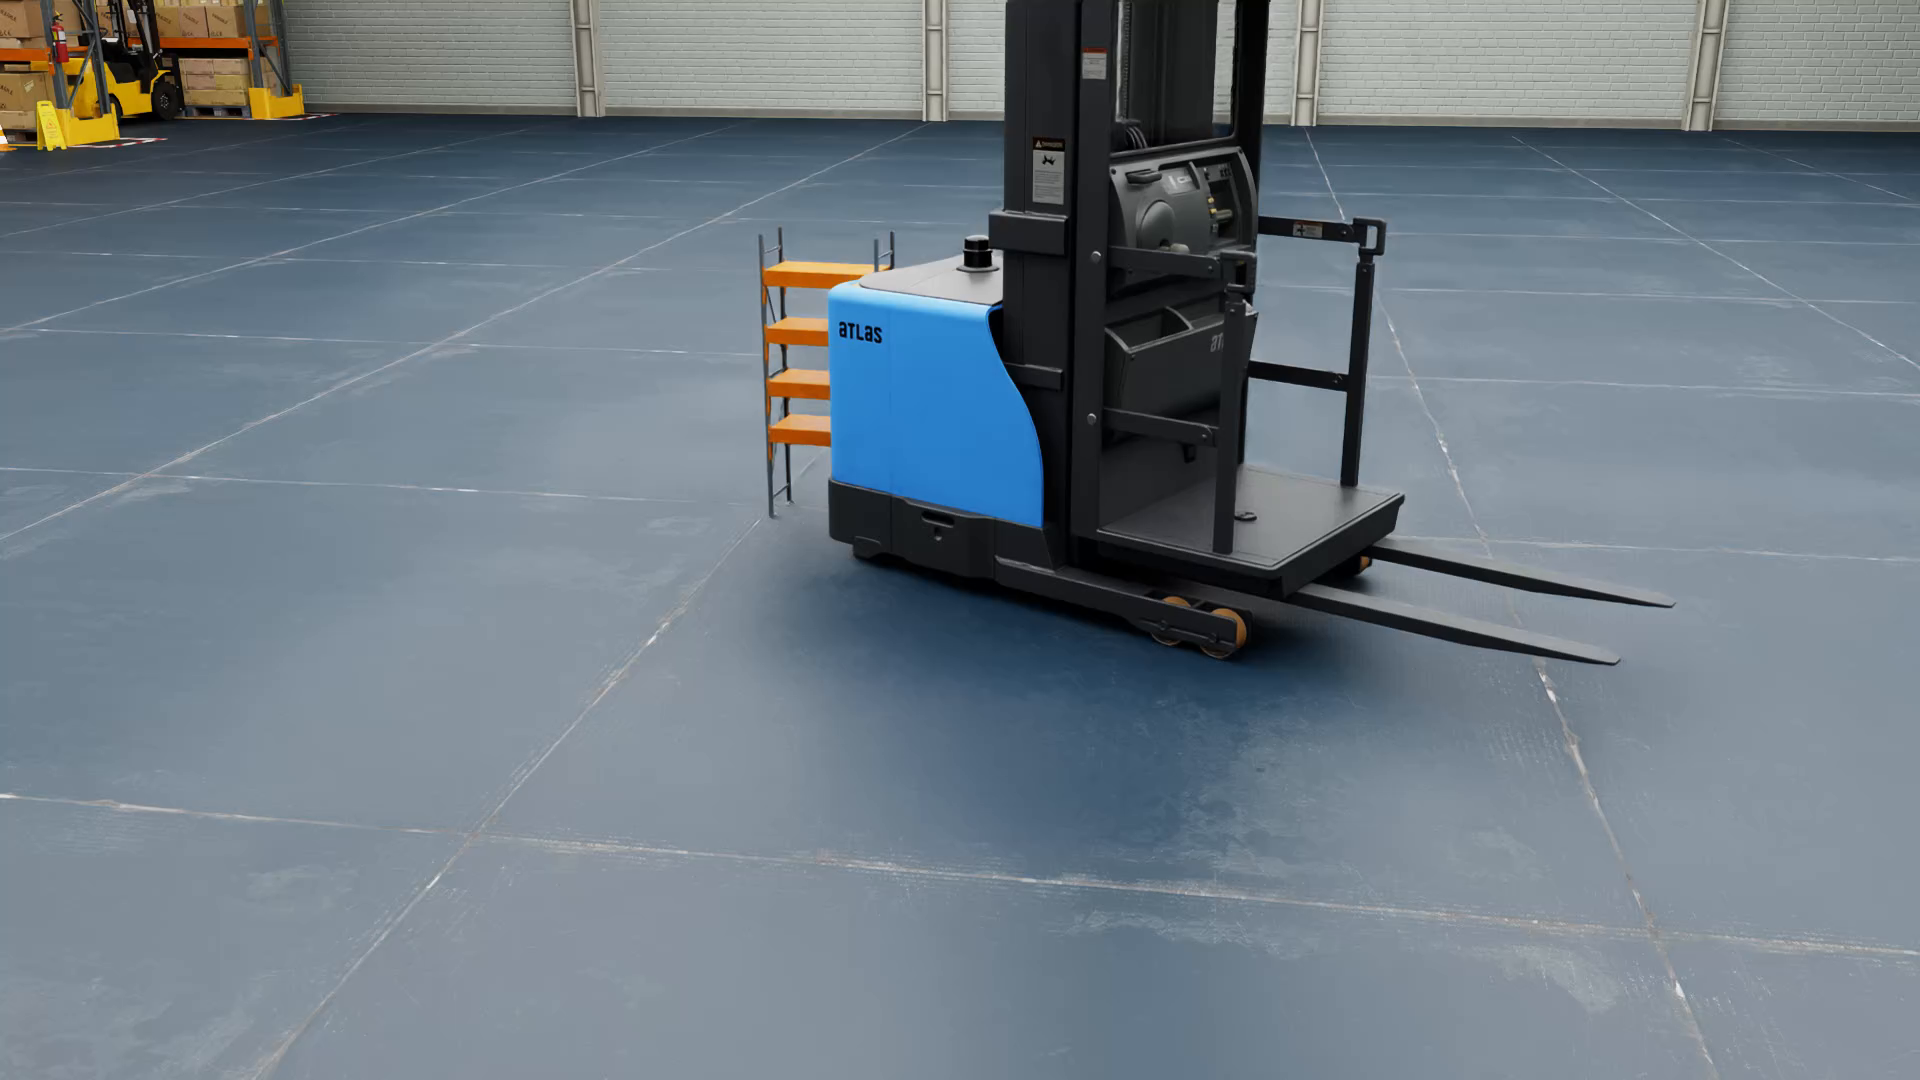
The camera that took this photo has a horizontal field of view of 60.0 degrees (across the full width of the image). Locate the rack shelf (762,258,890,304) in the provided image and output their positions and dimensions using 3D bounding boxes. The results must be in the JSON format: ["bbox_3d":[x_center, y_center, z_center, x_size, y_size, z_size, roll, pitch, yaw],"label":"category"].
[{"bbox_3d":[-0.540,-1.052,6.818,0.480,0.148,0.258,5,19,14],"label":"rack shelf"}]

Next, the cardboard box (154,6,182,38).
[{"bbox_3d":[-13.250,-8.733,28.020,0.500,0.500,0.500,3,19,8],"label":"cardboard box"}]

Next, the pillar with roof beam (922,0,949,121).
[{"bbox_3d":[-1.085,-9.899,22.205,0.400,9.000,9.100,3,19,9],"label":"pillar with roof beam"}]

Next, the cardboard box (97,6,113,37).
[{"bbox_3d":[-14.241,-8.787,28.181,0.500,0.500,0.500,3,19,8],"label":"cardboard box"}]

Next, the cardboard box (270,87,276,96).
[{"bbox_3d":[-12.159,-7.670,28.671,0.500,0.250,0.500,3,19,9],"label":"cardboard box"}]

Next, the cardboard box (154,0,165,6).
[{"bbox_3d":[-13.362,-9.030,27.885,0.250,0.149,0.380,3,19,9],"label":"cardboard box"}]

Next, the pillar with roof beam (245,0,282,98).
[{"bbox_3d":[-12.933,-10.503,24.010,0.400,9.000,9.100,3,19,9],"label":"pillar with roof beam"}]

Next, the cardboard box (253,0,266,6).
[{"bbox_3d":[-11.999,-9.142,28.219,0.250,0.149,0.380,2,19,7],"label":"cardboard box"}]

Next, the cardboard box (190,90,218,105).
[{"bbox_3d":[-12.709,-7.537,28.272,0.500,0.250,0.500,3,19,9],"label":"cardboard box"}]

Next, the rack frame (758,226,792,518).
[{"bbox_3d":[-0.776,-0.699,7.002,0.015,1.200,0.240,5,19,14],"label":"rack frame"}]

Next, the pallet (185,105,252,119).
[{"bbox_3d":[-12.467,-7.392,28.562,1.213,0.211,1.003,3,19,9],"label":"pallet"}]

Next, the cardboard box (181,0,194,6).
[{"bbox_3d":[-12.838,-9.025,27.870,0.250,0.149,0.380,3,19,8],"label":"cardboard box"}]

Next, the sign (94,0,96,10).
[{"bbox_3d":[-12.403,-7.714,23.767,0.005,0.325,0.100,3,19,9],"label":"sign"}]

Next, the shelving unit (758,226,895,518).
[{"bbox_3d":[-0.540,-0.679,6.942,0.503,1.200,0.258,5,19,14],"label":"shelving unit"}]

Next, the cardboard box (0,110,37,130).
[{"bbox_3d":[-13.353,-5.986,23.639,0.500,0.250,0.500,3,19,8],"label":"cardboard box"}]

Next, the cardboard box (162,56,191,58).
[{"bbox_3d":[-13.641,-8.222,28.745,0.500,0.250,0.500,3,19,8],"label":"cardboard box"}]

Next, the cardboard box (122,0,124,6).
[{"bbox_3d":[-14.122,-9.073,28.013,0.250,0.149,0.380,2,19,7],"label":"cardboard box"}]

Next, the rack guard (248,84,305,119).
[{"bbox_3d":[-11.682,-7.502,28.437,0.348,0.500,1.175,3,19,9],"label":"rack guard"}]

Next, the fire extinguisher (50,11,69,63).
[{"bbox_3d":[-12.449,-6.947,22.959,0.183,0.674,0.296,3,19,9],"label":"fire extinguisher"}]

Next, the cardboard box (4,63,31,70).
[{"bbox_3d":[-16.172,-7.986,29.024,0.625,0.625,0.875,4,19,11],"label":"cardboard box"}]

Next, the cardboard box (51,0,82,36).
[{"bbox_3d":[-12.913,-7.433,23.664,0.500,0.500,0.500,3,19,8],"label":"cardboard box"}]

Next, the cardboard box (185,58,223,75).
[{"bbox_3d":[-12.714,-8.008,28.104,0.500,0.250,0.500,3,19,10],"label":"cardboard box"}]

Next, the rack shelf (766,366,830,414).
[{"bbox_3d":[-0.540,-0.616,6.964,0.480,0.148,0.258,5,19,14],"label":"rack shelf"}]

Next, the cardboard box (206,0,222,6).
[{"bbox_3d":[-12.349,-8.977,27.726,0.250,0.149,0.380,3,19,10],"label":"cardboard box"}]

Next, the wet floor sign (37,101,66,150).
[{"bbox_3d":[-12.471,-5.672,22.739,0.232,0.644,0.267,10,21,27],"label":"wet floor sign"}]

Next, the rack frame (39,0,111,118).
[{"bbox_3d":[-12.489,-7.134,23.396,0.127,3.000,1.000,3,19,9],"label":"rack frame"}]

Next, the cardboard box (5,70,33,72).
[{"bbox_3d":[-13.782,-6.538,24.104,0.500,0.500,0.500,2,19,7],"label":"cardboard box"}]

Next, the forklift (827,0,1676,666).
[{"bbox_3d":[0.960,-1.181,5.713,3.031,2.935,1.130,13,23,35],"label":"forklift"}]

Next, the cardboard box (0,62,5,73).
[{"bbox_3d":[-13.694,-6.648,23.412,0.250,0.149,0.380,3,19,10],"label":"cardboard box"}]

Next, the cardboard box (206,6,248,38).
[{"bbox_3d":[-12.233,-8.679,27.856,0.500,0.500,0.500,3,19,7],"label":"cardboard box"}]

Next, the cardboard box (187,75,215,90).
[{"bbox_3d":[-12.729,-7.776,28.200,0.500,0.250,0.500,3,19,8],"label":"cardboard box"}]

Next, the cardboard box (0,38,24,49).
[{"bbox_3d":[-13.160,-6.944,23.226,0.250,0.149,0.380,3,19,8],"label":"cardboard box"}]

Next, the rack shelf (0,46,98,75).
[{"bbox_3d":[-14.464,-6.893,23.811,4.000,0.370,1.077,3,19,9],"label":"rack shelf"}]

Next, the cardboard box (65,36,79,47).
[{"bbox_3d":[-12.791,-7.096,23.681,0.250,0.149,0.380,3,19,9],"label":"cardboard box"}]

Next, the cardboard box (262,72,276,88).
[{"bbox_3d":[-12.137,-7.910,28.600,0.500,0.250,0.500,3,19,10],"label":"cardboard box"}]

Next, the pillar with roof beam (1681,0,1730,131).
[{"bbox_3d":[10.764,-9.295,20.400,0.400,9.000,9.100,3,19,9],"label":"pillar with roof beam"}]
